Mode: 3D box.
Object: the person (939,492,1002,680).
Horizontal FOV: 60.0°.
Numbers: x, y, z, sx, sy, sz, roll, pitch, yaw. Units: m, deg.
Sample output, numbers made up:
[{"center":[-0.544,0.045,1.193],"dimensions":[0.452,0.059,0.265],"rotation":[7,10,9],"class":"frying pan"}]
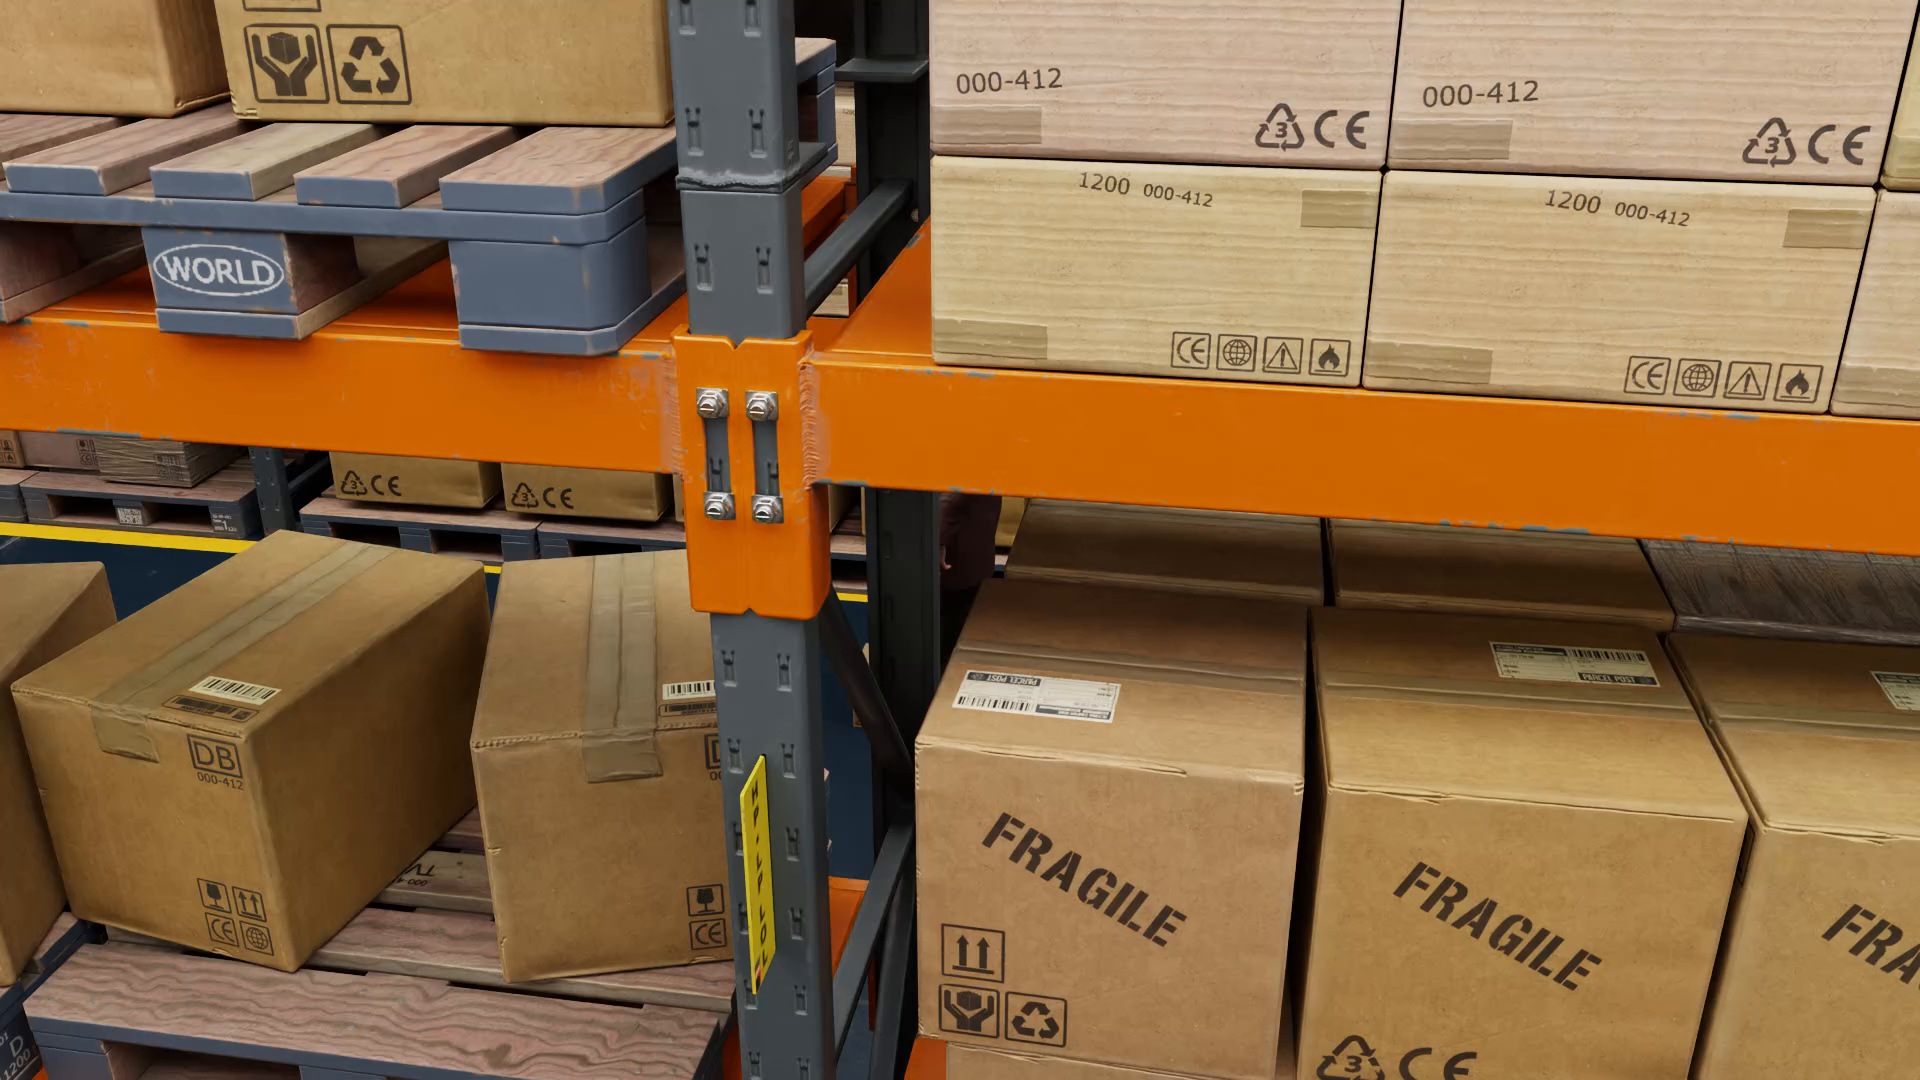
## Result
[{"center":[-0.095,-0.110,6.344],"dimensions":[0.579,1.778,0.697],"rotation":[4,25,9],"class":"person"}]
